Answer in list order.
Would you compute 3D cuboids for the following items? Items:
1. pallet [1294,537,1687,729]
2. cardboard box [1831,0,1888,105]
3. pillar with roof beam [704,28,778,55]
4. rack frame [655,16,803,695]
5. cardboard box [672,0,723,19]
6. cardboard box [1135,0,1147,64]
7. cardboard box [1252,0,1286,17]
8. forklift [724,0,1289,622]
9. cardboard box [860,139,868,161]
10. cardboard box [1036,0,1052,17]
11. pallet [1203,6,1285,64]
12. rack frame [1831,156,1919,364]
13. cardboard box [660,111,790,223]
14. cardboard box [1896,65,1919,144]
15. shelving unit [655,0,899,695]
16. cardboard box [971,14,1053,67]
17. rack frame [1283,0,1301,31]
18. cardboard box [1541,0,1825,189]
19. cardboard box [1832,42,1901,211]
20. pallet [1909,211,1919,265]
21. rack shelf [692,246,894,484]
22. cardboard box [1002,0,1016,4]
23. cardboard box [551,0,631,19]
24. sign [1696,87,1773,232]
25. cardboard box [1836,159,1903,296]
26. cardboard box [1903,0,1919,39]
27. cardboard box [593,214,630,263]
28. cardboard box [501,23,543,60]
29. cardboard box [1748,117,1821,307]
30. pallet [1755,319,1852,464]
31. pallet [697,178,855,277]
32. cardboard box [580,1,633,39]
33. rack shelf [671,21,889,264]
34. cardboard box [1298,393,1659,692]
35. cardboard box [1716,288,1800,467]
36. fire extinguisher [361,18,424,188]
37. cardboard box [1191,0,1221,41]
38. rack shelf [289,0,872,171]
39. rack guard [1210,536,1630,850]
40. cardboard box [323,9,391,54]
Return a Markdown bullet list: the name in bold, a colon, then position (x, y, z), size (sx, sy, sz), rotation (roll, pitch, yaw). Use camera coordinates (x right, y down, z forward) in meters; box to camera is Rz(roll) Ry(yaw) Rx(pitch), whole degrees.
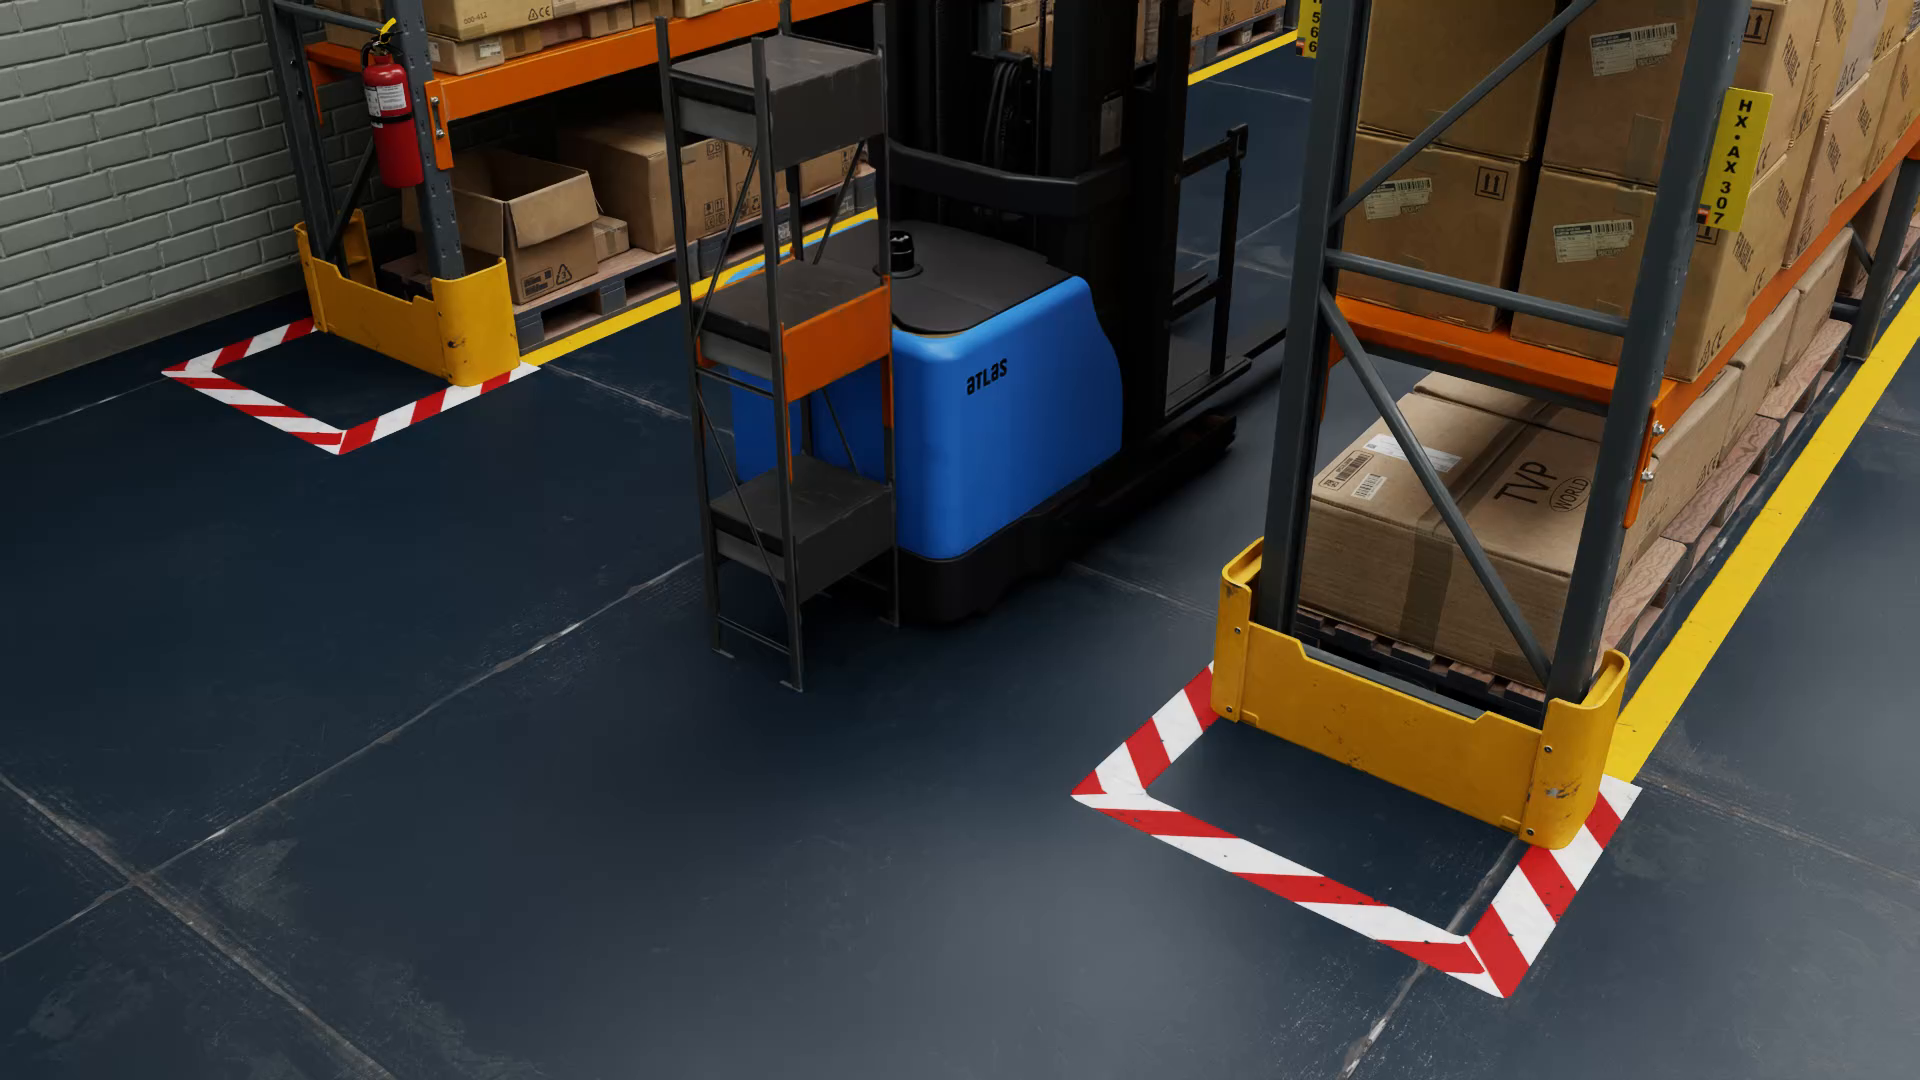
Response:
- **pallet**: position (1.782, 0.201, 5.704), size (1.003, 0.211, 1.213), rotation (21, 37, 31)
- **cardboard box**: position (2.489, -1.654, 5.020), size (0.500, 0.500, 0.500), rotation (21, 36, 31)
- **pillar with roof beam**: position (2.110, -5.052, 5.948), size (9.100, 9.000, 0.400), rotation (21, 37, 31)
- **rack frame**: position (-0.673, -0.466, 4.977), size (0.400, 2.100, 0.015), rotation (22, 37, 32)
- **cardboard box**: position (-1.363, -2.625, 7.984), size (0.380, 0.149, 0.250), rotation (20, 36, 30)
- **cardboard box**: position (0.906, -3.455, 11.178), size (0.500, 0.500, 0.500), rotation (20, 36, 30)
- **cardboard box**: position (2.147, -4.295, 12.595), size (0.500, 0.500, 0.500), rotation (22, 37, 33)
- **forklift**: position (0.479, -1.671, 6.194), size (1.130, 2.935, 3.031), rotation (22, 37, 32)
- **cardboard box**: position (-0.501, -2.344, 9.533), size (0.396, 0.266, 0.258), rotation (23, 37, 33)
- **cardboard box**: position (0.351, -3.386, 10.426), size (0.380, 0.149, 0.250), rotation (20, 36, 30)
- **pallet**: position (1.750, -3.936, 12.685), size (1.003, 0.211, 1.213), rotation (21, 37, 31)
- **rack frame**: position (3.776, -2.276, 7.148), size (1.000, 3.000, 0.127), rotation (21, 37, 31)
- **cardboard box**: position (-1.207, -2.020, 8.757), size (0.500, 0.500, 0.500), rotation (22, 37, 32)
- **cardboard box**: position (3.394, -1.841, 6.316), size (0.500, 0.500, 0.500), rotation (20, 36, 30)
- **shelving unit**: position (-0.522, -0.564, 5.143), size (0.431, 2.100, 0.503), rotation (22, 37, 32)
- **cardboard box**: position (0.288, -3.034, 10.468), size (0.500, 0.500, 0.500), rotation (23, 38, 33)
- **rack frame**: position (2.231, -5.428, 12.466), size (1.000, 3.000, 0.127), rotation (21, 37, 31)
- **cardboard box**: position (1.878, -1.230, 4.305), size (0.500, 0.500, 0.500), rotation (20, 36, 30)
- **cardboard box**: position (2.774, -1.424, 5.612), size (0.500, 0.500, 0.500), rotation (22, 37, 33)
- **pallet**: position (4.918, -1.911, 9.267), size (1.003, 0.211, 1.213), rotation (21, 37, 31)
- **rack shelf**: position (-0.522, -0.552, 5.149), size (0.431, 0.518, 0.480), rotation (22, 37, 32)
- **cardboard box**: position (0.197, -3.397, 10.151), size (0.380, 0.149, 0.250), rotation (20, 36, 30)
- **cardboard box**: position (-1.805, -2.546, 7.459), size (0.500, 0.250, 0.500), rotation (22, 37, 32)
- **sign**: position (1.800, -0.883, 3.871), size (0.100, 0.325, 0.005), rotation (21, 37, 31)
- **cardboard box**: position (4.087, -1.819, 8.049), size (0.875, 0.875, 0.875), rotation (22, 37, 33)
- **cardboard box**: position (3.099, -2.058, 5.702), size (0.500, 0.500, 0.500), rotation (22, 37, 32)
- **cardboard box**: position (-1.866, -1.510, 8.240), size (0.380, 0.149, 0.250), rotation (20, 36, 29)
- **cardboard box**: position (-2.064, -2.235, 7.325), size (0.380, 0.149, 0.250), rotation (22, 37, 32)
- **cardboard box**: position (2.163, -1.014, 4.920), size (0.500, 0.500, 0.500), rotation (21, 36, 31)
- **pallet**: position (3.255, -0.791, 7.378), size (1.003, 0.211, 1.213), rotation (21, 37, 31)
- **pallet**: position (-1.335, -1.825, 9.123), size (1.003, 0.211, 1.213), rotation (21, 37, 31)
- **cardboard box**: position (-1.732, -2.436, 7.665), size (0.380, 0.149, 0.250), rotation (22, 37, 33)
- **rack shelf**: position (-0.522, -1.155, 4.793), size (0.431, 0.518, 0.480), rotation (22, 37, 32)
- **cardboard box**: position (1.680, -0.027, 5.455), size (0.875, 0.438, 0.875), rotation (20, 36, 30)
- **cardboard box**: position (2.772, -0.768, 6.705), size (0.875, 0.438, 0.875), rotation (20, 36, 30)
- **fire extinguisher**: position (-2.318, -1.780, 6.753), size (0.296, 0.674, 0.183), rotation (21, 37, 31)
- **cardboard box**: position (1.523, -3.881, 11.897), size (0.500, 0.500, 0.500), rotation (23, 38, 33)
- **rack shelf**: position (-1.391, -2.679, 8.534), size (1.077, 0.370, 4.000), rotation (21, 37, 31)
- **rack guard**: position (1.347, 0.435, 5.025), size (1.175, 0.500, 0.348), rotation (21, 37, 31)
- **cardboard box**: position (-2.612, -2.285, 7.410), size (0.380, 0.149, 0.250), rotation (21, 36, 31)
